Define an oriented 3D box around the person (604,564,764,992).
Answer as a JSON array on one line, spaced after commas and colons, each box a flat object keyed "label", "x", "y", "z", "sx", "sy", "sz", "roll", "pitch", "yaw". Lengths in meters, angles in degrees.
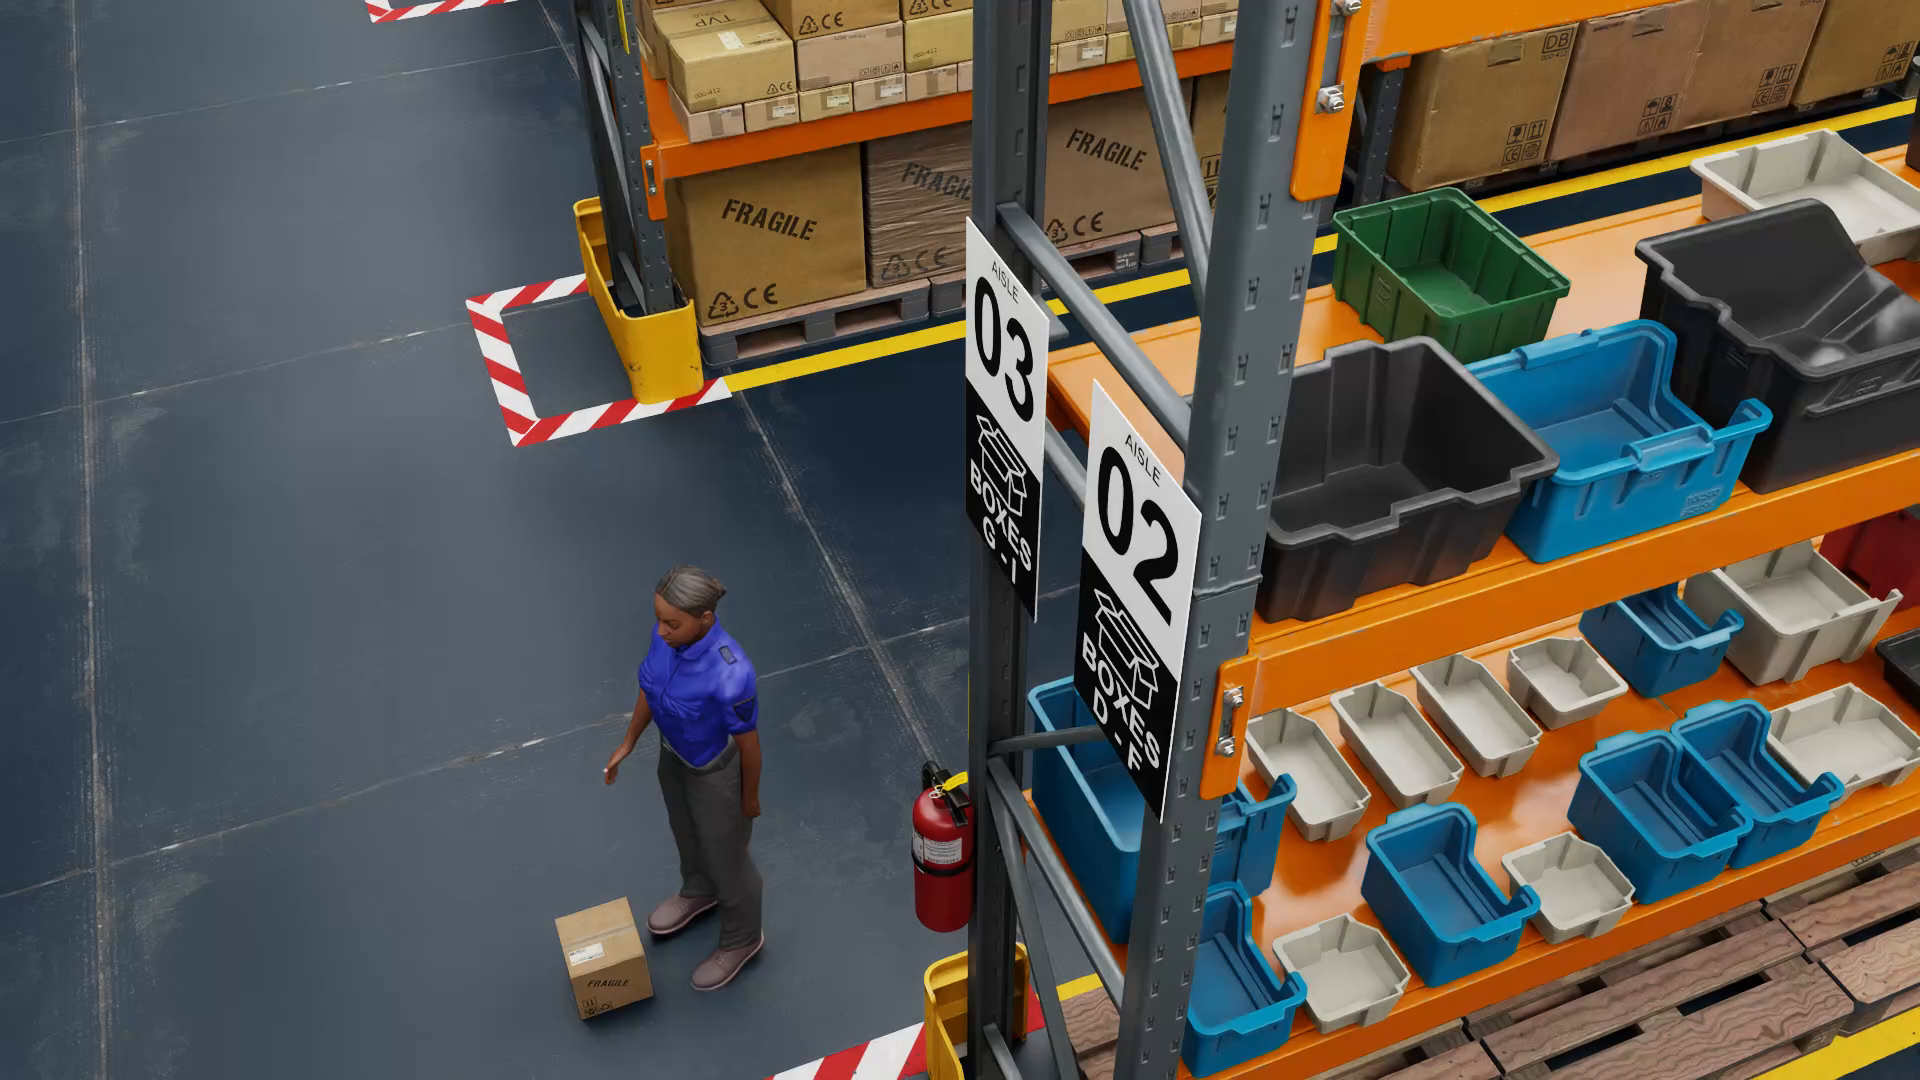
[{"label": "person", "x": -0.866, "y": 0.750, "z": 5.319, "sx": 0.439, "sy": 1.687, "sz": 0.462, "roll": -27, "pitch": 48, "yaw": -27}]
